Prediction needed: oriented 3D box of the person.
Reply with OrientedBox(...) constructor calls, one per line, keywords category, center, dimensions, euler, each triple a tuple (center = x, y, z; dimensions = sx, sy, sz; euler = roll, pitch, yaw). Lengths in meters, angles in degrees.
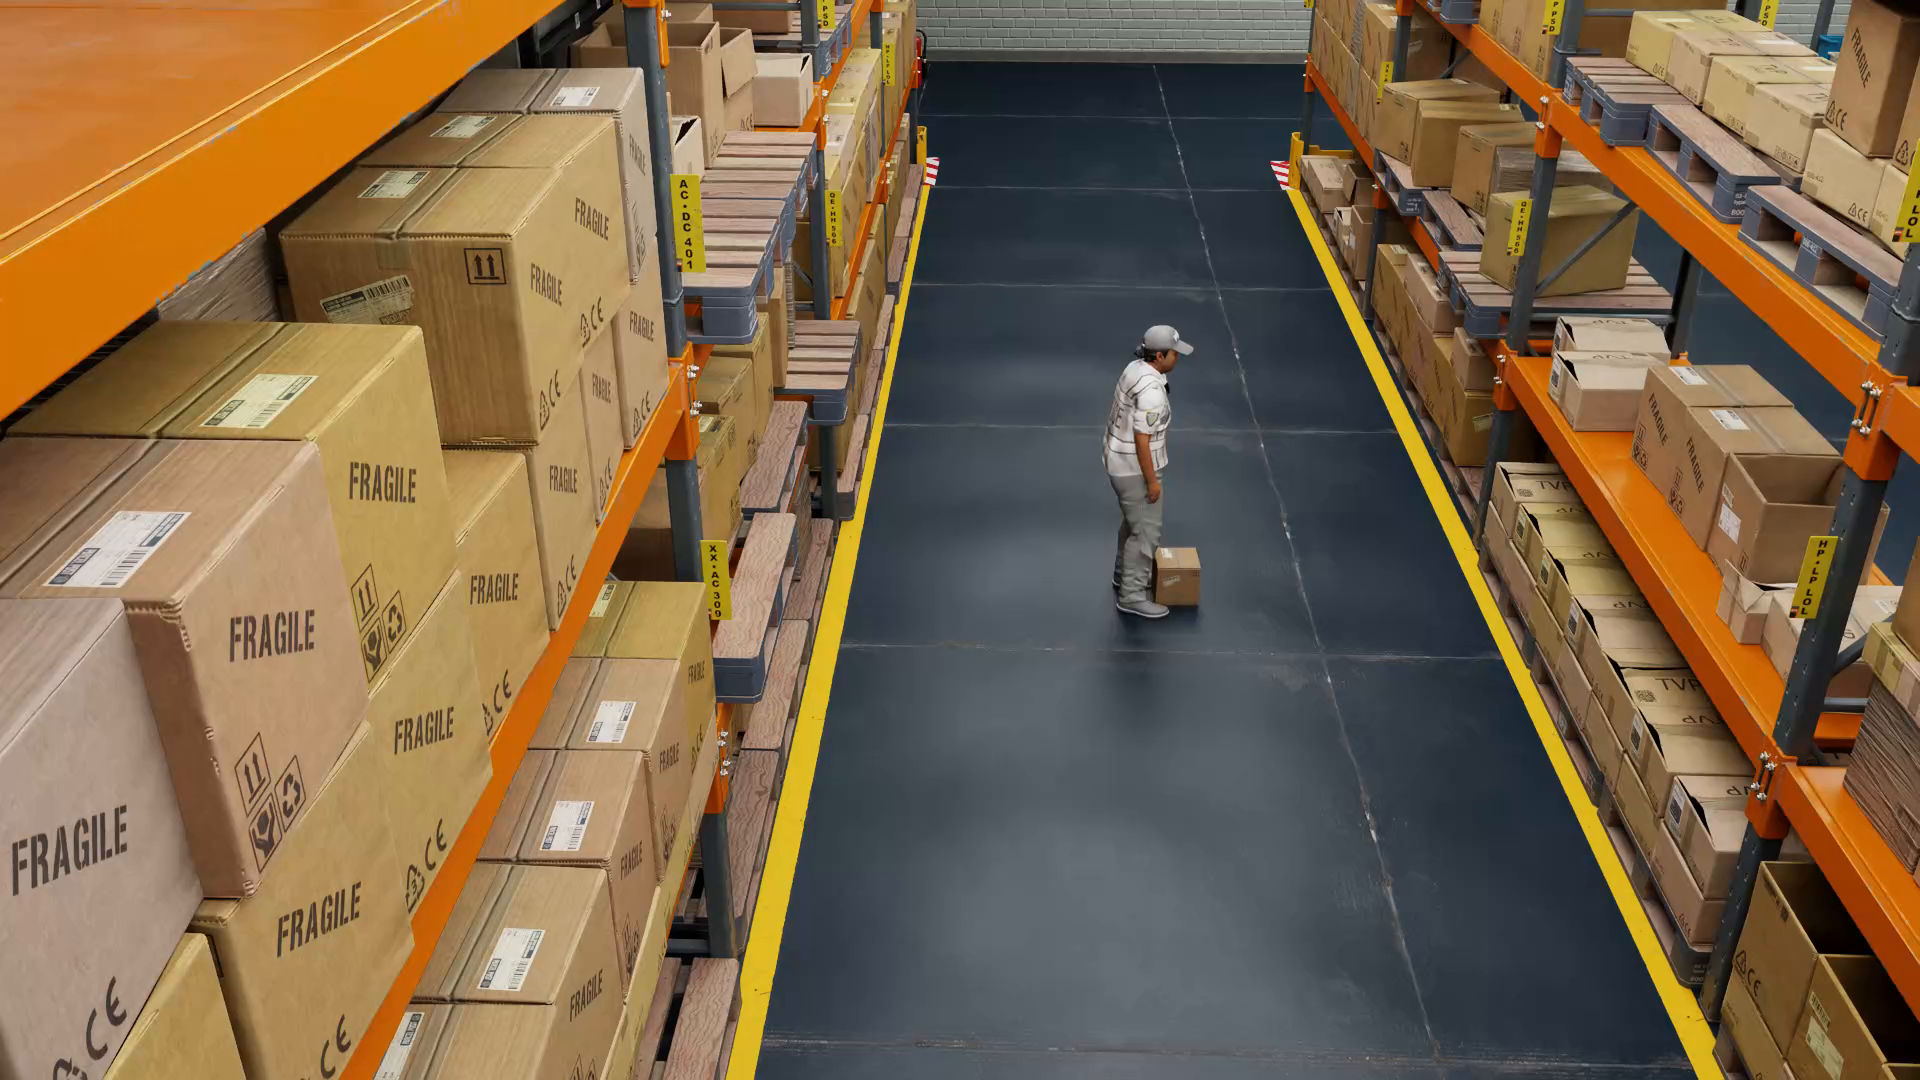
OrientedBox(category="person", center=(1.042, -0.410, 9.381), dimensions=(0.468, 1.666, 0.564), euler=(-1, 28, -1))
